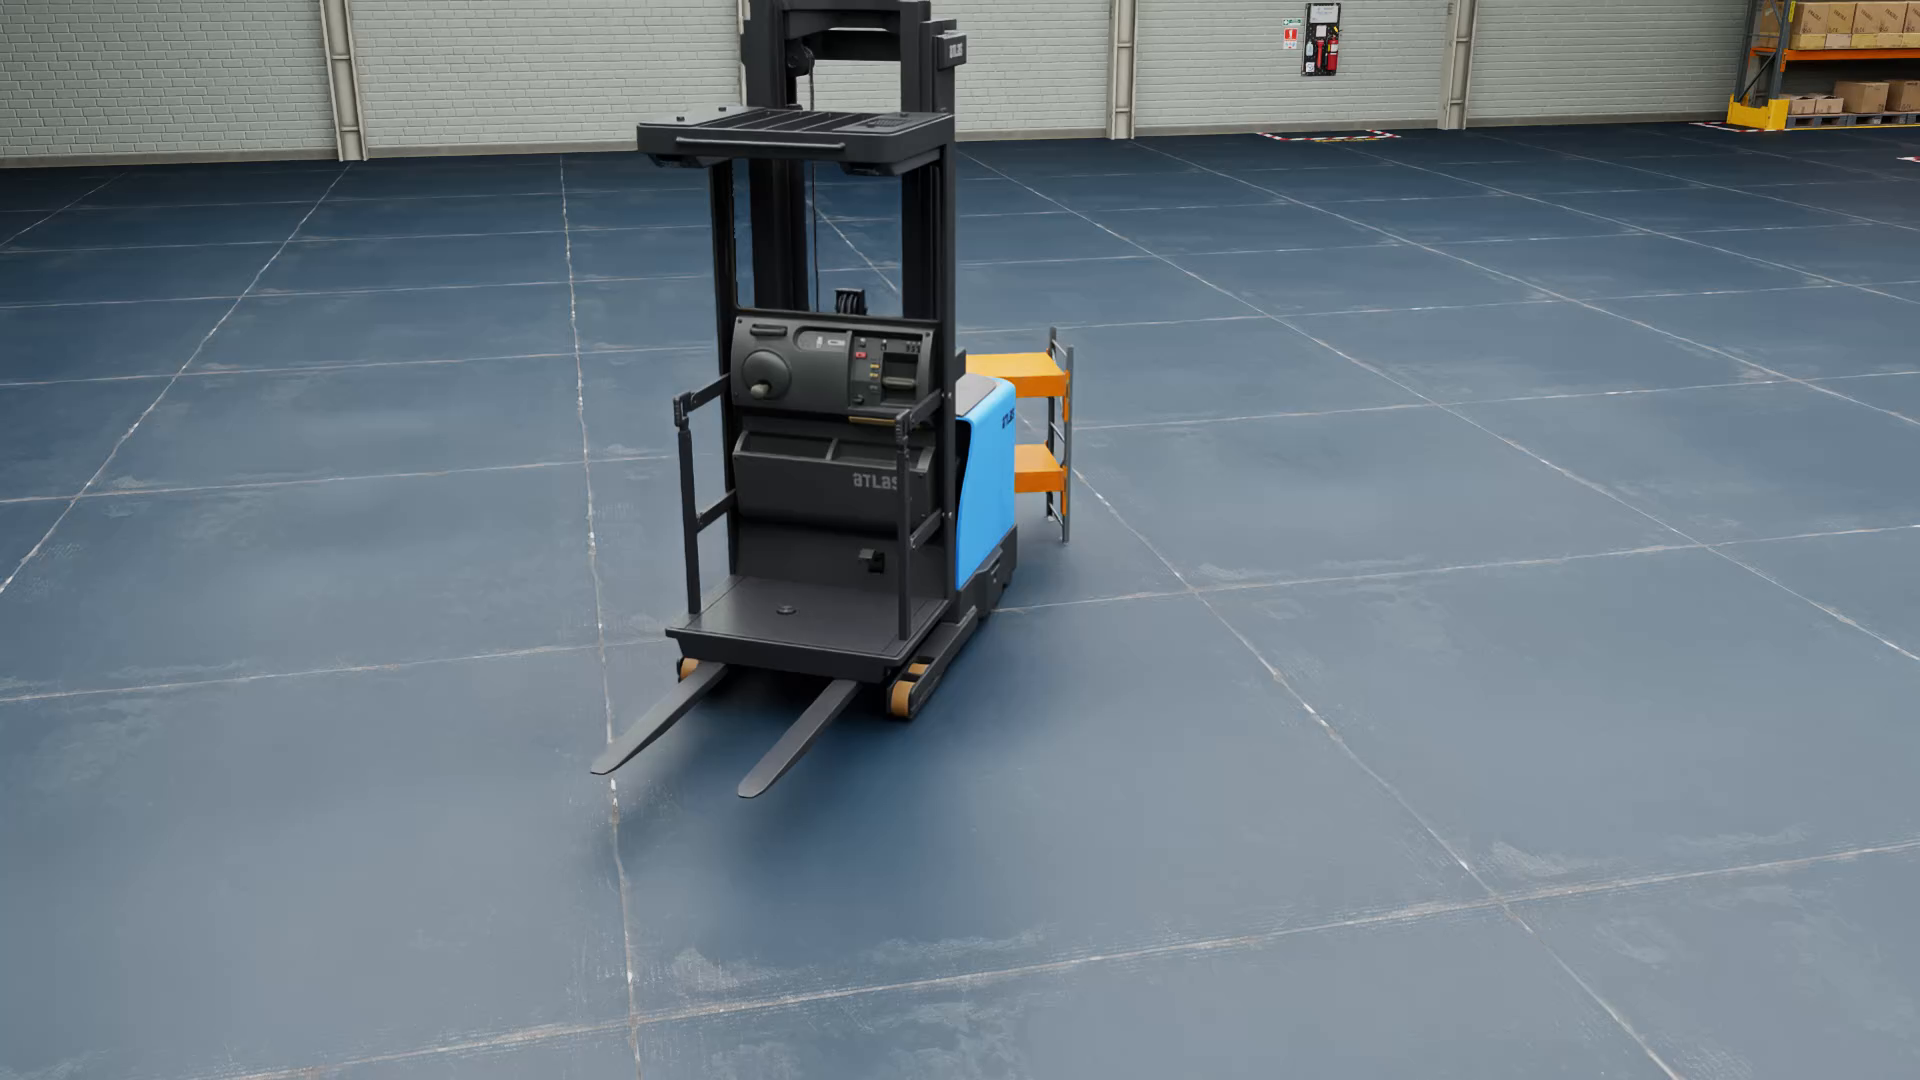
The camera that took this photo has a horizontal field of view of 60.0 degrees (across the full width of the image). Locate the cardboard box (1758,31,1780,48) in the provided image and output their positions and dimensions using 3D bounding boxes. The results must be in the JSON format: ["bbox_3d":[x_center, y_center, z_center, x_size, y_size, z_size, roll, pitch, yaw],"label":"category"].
[{"bbox_3d":[14.241,-8.684,28.848,0.500,0.250,0.500,-4,21,-12],"label":"cardboard box"}]

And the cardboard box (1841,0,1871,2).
[{"bbox_3d":[15.724,-9.161,29.061,0.500,0.500,0.500,-4,21,-12],"label":"cardboard box"}]

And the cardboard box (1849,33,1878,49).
[{"bbox_3d":[15.377,-8.598,28.615,0.500,0.250,0.500,-5,21,-13],"label":"cardboard box"}]

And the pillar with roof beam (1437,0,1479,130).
[{"bbox_3d":[9.464,-9.889,23.227,0.400,9.000,9.100,-5,21,-12],"label":"pillar with roof beam"}]

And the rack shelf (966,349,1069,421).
[{"bbox_3d":[0.052,-0.835,9.107,1.000,0.278,0.538,-3,20,-8],"label":"rack shelf"}]

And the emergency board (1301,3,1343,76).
[{"bbox_3d":[6.060,-8.330,27.694,0.643,1.169,0.194,-5,21,-12],"label":"emergency board"}]

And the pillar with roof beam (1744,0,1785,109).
[{"bbox_3d":[15.303,-10.364,24.524,0.400,9.000,9.100,-5,21,-12],"label":"pillar with roof beam"}]

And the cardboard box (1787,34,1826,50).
[{"bbox_3d":[14.378,-8.514,28.385,0.500,0.250,0.500,-5,21,-14],"label":"cardboard box"}]

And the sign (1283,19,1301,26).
[{"bbox_3d":[5.504,-8.584,27.564,0.331,0.109,0.001,-5,21,-12],"label":"sign"}]

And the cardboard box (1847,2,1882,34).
[{"bbox_3d":[15.352,-8.946,28.473,0.500,0.500,0.500,-5,21,-14],"label":"cardboard box"}]

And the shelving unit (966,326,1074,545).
[{"bbox_3d":[0.052,-0.560,9.208,1.048,1.125,0.538,-3,20,-8],"label":"shelving unit"}]

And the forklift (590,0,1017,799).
[{"bbox_3d":[-0.629,-0.754,7.113,1.130,2.935,3.031,6,21,16],"label":"forklift"}]

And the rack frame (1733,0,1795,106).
[{"bbox_3d":[13.830,-8.643,28.548,0.127,3.000,1.000,-5,21,-12],"label":"rack frame"}]

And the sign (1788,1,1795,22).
[{"bbox_3d":[13.955,-8.868,27.903,0.005,0.325,0.100,-5,21,-12],"label":"sign"}]

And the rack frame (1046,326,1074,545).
[{"bbox_3d":[0.554,-0.586,9.280,0.032,1.125,0.500,-3,20,-8],"label":"rack frame"}]

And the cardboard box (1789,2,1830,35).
[{"bbox_3d":[14.364,-8.871,28.270,0.500,0.500,0.500,-5,21,-12],"label":"cardboard box"}]

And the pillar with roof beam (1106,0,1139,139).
[{"bbox_3d":[3.625,-9.414,21.931,0.400,9.000,9.100,-5,21,-12],"label":"pillar with roof beam"}]

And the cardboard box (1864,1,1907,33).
[{"bbox_3d":[15.851,-8.990,28.596,0.500,0.500,0.500,-4,20,-11],"label":"cardboard box"}]

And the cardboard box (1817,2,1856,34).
[{"bbox_3d":[14.847,-8.907,28.367,0.500,0.500,0.500,-5,21,-12],"label":"cardboard box"}]

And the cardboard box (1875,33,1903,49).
[{"bbox_3d":[15.870,-8.638,28.722,0.500,0.250,0.500,-4,21,-12],"label":"cardboard box"}]

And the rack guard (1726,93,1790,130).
[{"bbox_3d":[13.904,-7.475,28.994,0.348,0.500,1.175,-5,21,-12],"label":"rack guard"}]

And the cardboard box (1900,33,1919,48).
[{"bbox_3d":[16.359,-8.678,28.832,0.500,0.250,0.500,-5,21,-13],"label":"cardboard box"}]

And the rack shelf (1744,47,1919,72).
[{"bbox_3d":[15.777,-8.463,29.104,4.000,0.370,1.077,-5,21,-12],"label":"rack shelf"}]

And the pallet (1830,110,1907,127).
[{"bbox_3d":[15.888,-7.487,29.447,1.213,0.211,1.003,-5,21,-12],"label":"pallet"}]

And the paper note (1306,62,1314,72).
[{"bbox_3d":[5.872,-7.925,27.870,0.142,0.148,0.016,-5,21,-12],"label":"paper note"}]

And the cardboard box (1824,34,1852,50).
[{"bbox_3d":[14.880,-8.560,28.511,0.500,0.250,0.500,-5,21,-14],"label":"cardboard box"}]

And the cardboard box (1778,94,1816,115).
[{"bbox_3d":[14.524,-7.611,29.002,0.500,0.311,0.500,-7,21,-19],"label":"cardboard box"}]

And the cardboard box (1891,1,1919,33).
[{"bbox_3d":[16.357,-9.032,28.709,0.500,0.500,0.500,-5,21,-14],"label":"cardboard box"}]

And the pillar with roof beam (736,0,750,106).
[{"bbox_3d":[-2.214,-8.939,20.634,0.400,9.000,9.100,-5,21,-12],"label":"pillar with roof beam"}]

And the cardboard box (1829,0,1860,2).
[{"bbox_3d":[15.234,-9.121,28.953,0.500,0.500,0.500,-5,21,-14],"label":"cardboard box"}]

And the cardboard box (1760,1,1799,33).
[{"bbox_3d":[14.240,-9.042,28.737,0.500,0.500,0.500,-5,21,-13],"label":"cardboard box"}]

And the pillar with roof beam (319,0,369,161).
[{"bbox_3d":[-8.053,-8.464,19.338,0.400,9.000,9.100,-5,21,-12],"label":"pillar with roof beam"}]

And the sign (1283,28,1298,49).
[{"bbox_3d":[5.498,-8.338,27.662,0.234,0.329,0.001,-5,21,-12],"label":"sign"}]

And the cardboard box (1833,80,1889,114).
[{"bbox_3d":[15.804,-7.787,29.205,0.500,0.500,0.700,-6,21,-16],"label":"cardboard box"}]

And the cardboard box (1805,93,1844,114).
[{"bbox_3d":[15.079,-7.657,29.125,0.500,0.311,0.500,-3,20,-8],"label":"cardboard box"}]

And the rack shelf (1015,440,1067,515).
[{"bbox_3d":[0.052,-0.330,9.292,1.000,0.278,0.538,-3,20,-8],"label":"rack shelf"}]

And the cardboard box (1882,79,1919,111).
[{"bbox_3d":[16.722,-7.897,29.505,0.500,0.500,0.500,-6,21,-17],"label":"cardboard box"}]

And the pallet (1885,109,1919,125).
[{"bbox_3d":[17.077,-7.585,29.714,1.213,0.211,1.003,-5,21,-12],"label":"pallet"}]

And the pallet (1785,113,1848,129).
[{"bbox_3d":[14.703,-7.392,29.187,1.213,0.211,1.003,-5,21,-12],"label":"pallet"}]
